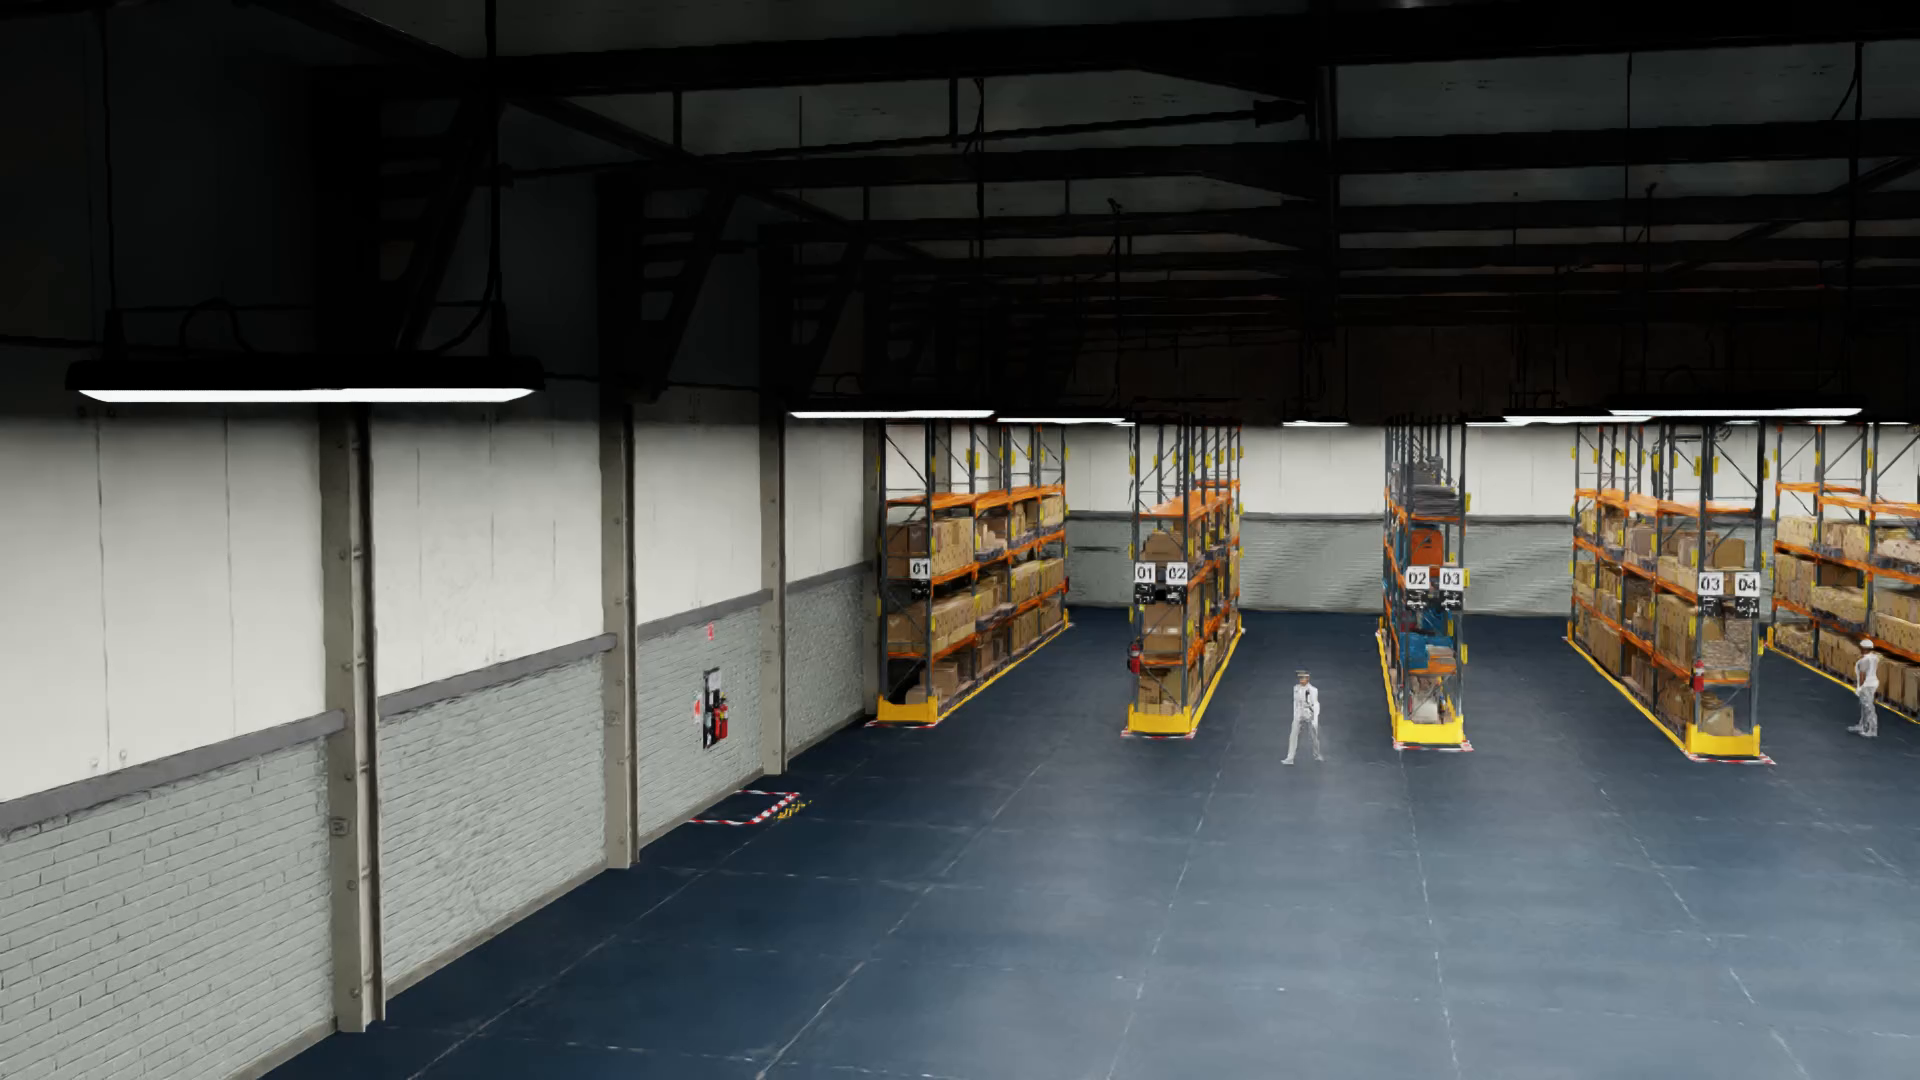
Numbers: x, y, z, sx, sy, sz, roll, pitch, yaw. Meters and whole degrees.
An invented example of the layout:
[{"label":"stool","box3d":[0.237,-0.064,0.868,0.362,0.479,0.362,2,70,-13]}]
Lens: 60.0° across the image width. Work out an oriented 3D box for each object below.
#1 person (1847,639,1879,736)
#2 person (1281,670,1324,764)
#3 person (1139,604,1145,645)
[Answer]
[{"label":"person","box3d":[16.835,2.720,30.967,0.584,1.782,0.665,3,5,41]},{"label":"person","box3d":[5.848,2.995,28.265,0.496,1.624,0.914,3,5,36]},{"label":"person","box3d":[4.958,1.855,43.880,0.452,1.768,0.632,-1,4,-18]}]
